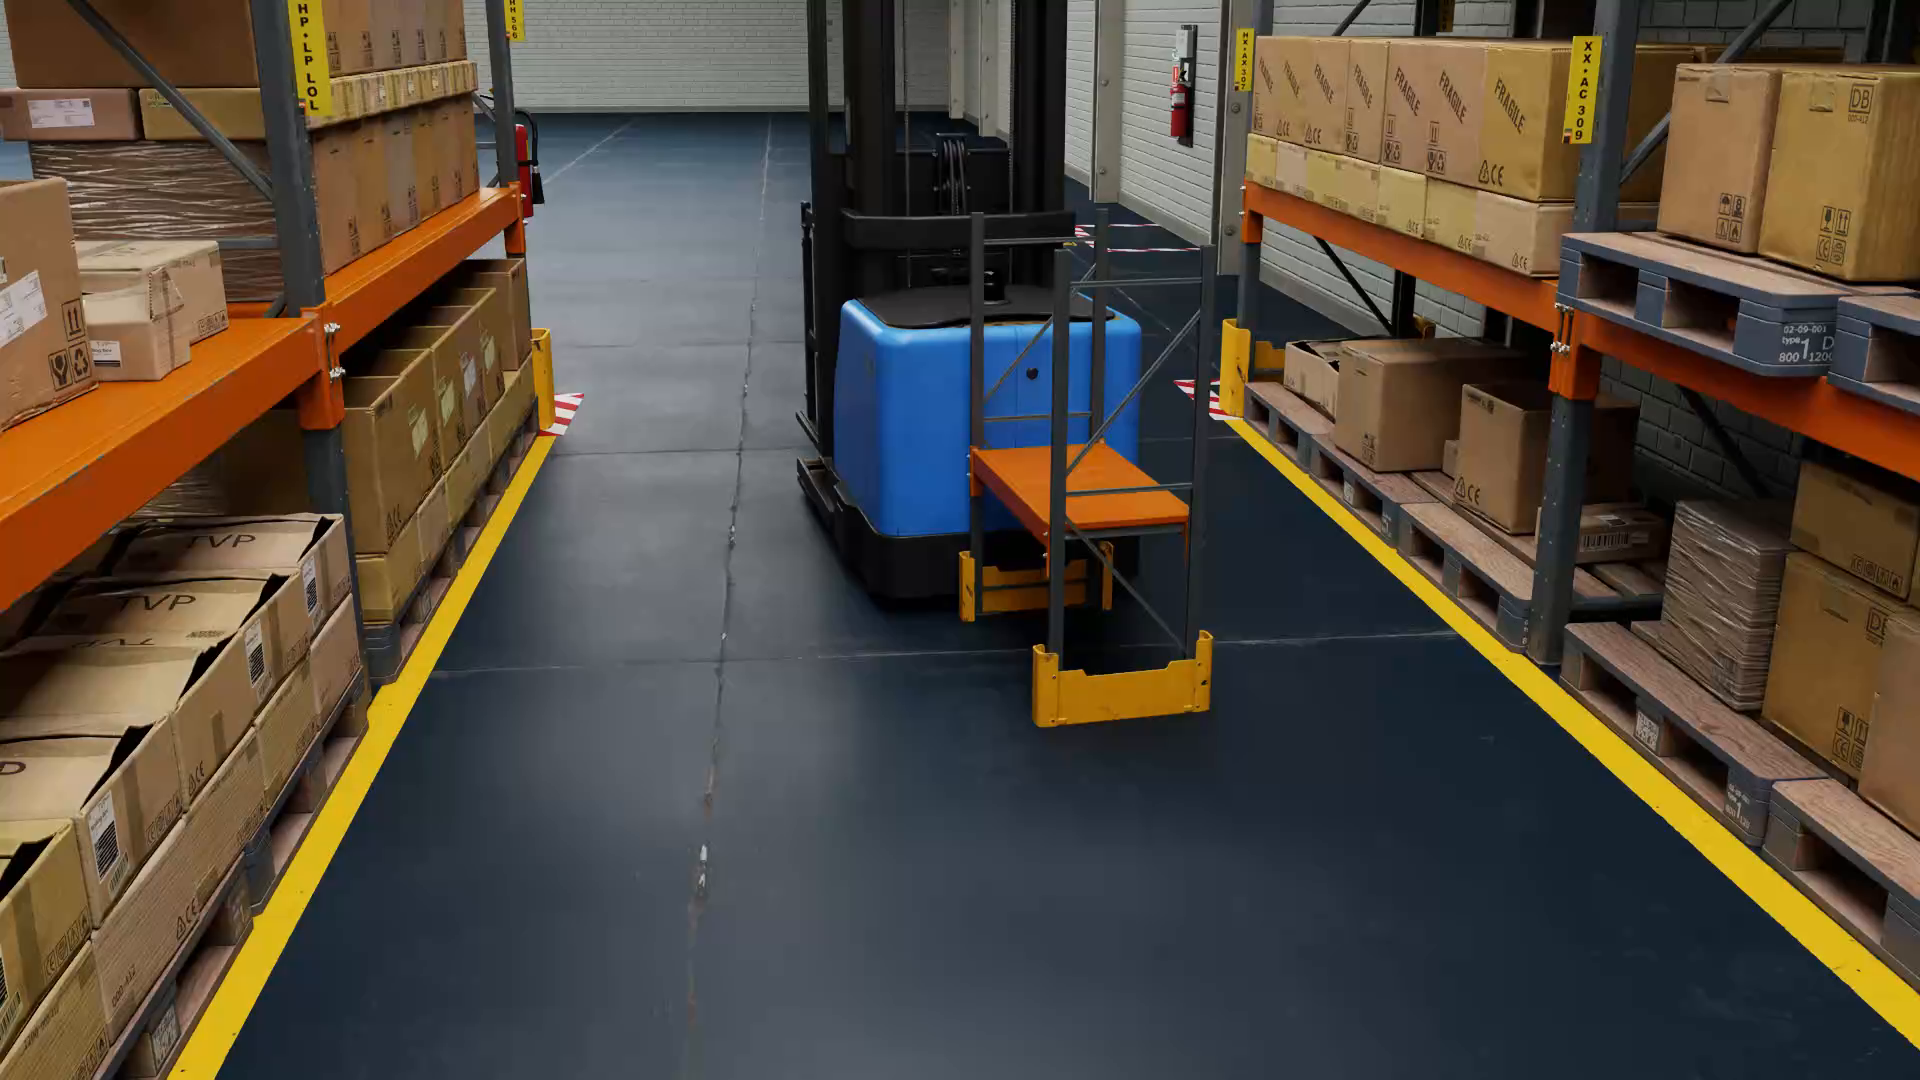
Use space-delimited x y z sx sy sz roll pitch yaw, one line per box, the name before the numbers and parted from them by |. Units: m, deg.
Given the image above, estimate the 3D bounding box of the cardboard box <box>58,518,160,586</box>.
cardboard box | -2.633 0.109 4.775 0.500 0.311 0.500 -2 18 -5

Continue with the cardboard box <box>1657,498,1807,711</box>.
cardboard box | 2.591 0.182 5.030 0.700 0.500 0.500 -1 17 -4

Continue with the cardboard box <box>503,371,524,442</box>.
cardboard box | -2.428 -0.647 8.119 0.500 0.250 0.500 -2 18 -6

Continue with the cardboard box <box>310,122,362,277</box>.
cardboard box | -2.541 -1.202 5.833 0.700 0.500 0.500 -2 18 -6

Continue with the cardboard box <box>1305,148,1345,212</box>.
cardboard box | 1.935 -1.688 7.764 0.500 0.250 0.500 -2 18 -7

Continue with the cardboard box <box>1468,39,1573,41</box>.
cardboard box | 2.498 -1.919 7.248 0.500 0.500 0.500 -2 17 -5

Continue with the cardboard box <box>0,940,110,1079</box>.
cardboard box | -1.890 0.968 2.976 0.500 0.250 0.500 -2 18 -7

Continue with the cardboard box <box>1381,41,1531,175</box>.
cardboard box | 2.044 -1.746 6.696 0.500 0.500 0.500 -2 18 -7

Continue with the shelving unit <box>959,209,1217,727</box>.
shelving unit | 0.405 -0.297 5.618 0.587 1.500 1.083 -4 18 -13

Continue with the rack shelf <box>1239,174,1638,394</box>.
rack shelf | 2.292 -1.273 7.424 1.077 0.370 4.000 -2 18 -6

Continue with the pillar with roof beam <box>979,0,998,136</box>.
pillar with roof beam | -3.739 -11.910 30.089 9.100 9.000 0.400 -2 18 -6

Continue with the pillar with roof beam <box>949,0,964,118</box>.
pillar with roof beam | -4.357 -13.697 35.783 9.100 9.000 0.400 -2 18 -6

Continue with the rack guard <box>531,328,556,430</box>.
rack guard | -2.843 -0.872 9.120 1.175 0.500 0.348 -2 18 -6

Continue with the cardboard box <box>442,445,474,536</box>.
cardboard box | -2.267 -0.200 6.696 0.500 0.250 0.500 -2 18 -6

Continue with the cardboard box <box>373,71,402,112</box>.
cardboard box | -2.427 -1.770 6.559 0.380 0.149 0.250 -2 18 -6

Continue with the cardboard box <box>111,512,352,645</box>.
cardboard box | -2.101 0.090 4.836 0.500 0.311 0.500 -2 18 -6

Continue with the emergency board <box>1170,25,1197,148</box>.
emergency board | 2.183 -4.555 16.678 0.194 1.169 0.643 -2 18 -6

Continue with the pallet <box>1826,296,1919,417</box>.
pallet | 2.666 -0.325 3.525 1.003 0.211 1.213 -2 18 -6

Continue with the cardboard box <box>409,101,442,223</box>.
cardboard box | -2.701 -1.661 7.294 0.700 0.500 0.500 -2 18 -5

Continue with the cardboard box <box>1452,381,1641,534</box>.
cardboard box | 2.352 -0.345 6.708 0.500 0.500 0.500 -3 18 -10

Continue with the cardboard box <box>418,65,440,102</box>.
cardboard box | -2.506 -1.999 7.288 0.380 0.149 0.250 -1 17 -4

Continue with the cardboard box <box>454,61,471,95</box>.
cardboard box | -2.583 -2.229 8.019 0.380 0.149 0.250 -1 17 -4

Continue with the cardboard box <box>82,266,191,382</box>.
cardboard box | -2.155 -0.545 4.131 0.396 0.266 0.258 -2 18 -7

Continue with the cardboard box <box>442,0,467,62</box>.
cardboard box | -2.800 -2.569 8.019 0.700 0.500 0.500 -2 18 -5

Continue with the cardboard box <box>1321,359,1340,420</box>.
cardboard box | 2.127 -0.760 8.345 0.500 0.311 0.500 0 17 -1

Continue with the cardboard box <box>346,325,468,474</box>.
cardboard box | -2.268 -0.558 6.584 0.500 0.500 0.500 -2 18 -6

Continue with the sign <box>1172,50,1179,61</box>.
sign | 2.220 -4.991 17.123 0.001 0.109 0.331 -2 18 -6

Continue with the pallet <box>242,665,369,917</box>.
pallet | -2.313 0.683 4.649 1.003 0.211 1.213 -2 18 -6

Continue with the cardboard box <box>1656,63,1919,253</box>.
cardboard box | 2.517 -1.125 4.851 0.700 0.500 0.500 -2 18 -5

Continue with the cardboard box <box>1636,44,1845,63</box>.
cardboard box | 2.658 -1.462 5.792 0.500 0.500 0.500 -2 18 -7

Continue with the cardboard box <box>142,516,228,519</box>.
cardboard box | -2.735 -0.035 6.170 0.500 0.250 0.500 -2 18 -6

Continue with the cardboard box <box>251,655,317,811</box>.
cardboard box | -2.047 0.511 4.431 0.500 0.250 0.500 -2 18 -6

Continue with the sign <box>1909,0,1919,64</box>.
sign | 3.050 -1.591 5.303 0.100 0.325 0.005 -2 18 -6

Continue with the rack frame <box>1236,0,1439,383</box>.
rack frame | 2.086 -2.212 9.214 1.000 3.000 0.127 -2 18 -6

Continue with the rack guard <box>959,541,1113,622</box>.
rack guard | 0.288 0.155 6.267 0.587 0.250 0.087 -4 18 -13

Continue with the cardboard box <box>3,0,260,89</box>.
cardboard box | -2.480 -1.665 5.138 0.700 0.500 0.500 -2 18 -5

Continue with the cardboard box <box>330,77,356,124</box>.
cardboard box | -2.346 -1.539 5.821 0.380 0.149 0.250 -2 18 -6

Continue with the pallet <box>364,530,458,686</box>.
pallet | -2.468 0.226 6.104 1.003 0.211 1.213 -2 18 -6

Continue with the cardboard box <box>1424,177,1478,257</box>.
cardboard box | 2.105 -1.238 6.331 0.500 0.250 0.500 -2 18 -5

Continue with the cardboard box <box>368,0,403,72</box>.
cardboard box | -2.636 -2.113 6.567 0.700 0.500 0.500 -2 18 -6

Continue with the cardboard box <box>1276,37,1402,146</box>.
cardboard box | 1.878 -2.208 8.169 0.500 0.500 0.500 -2 18 -5

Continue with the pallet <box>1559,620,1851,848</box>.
pallet | 2.581 0.542 5.097 1.003 0.211 1.213 -2 18 -6

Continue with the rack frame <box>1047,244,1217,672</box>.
rack frame | 0.523 -0.151 5.155 0.500 1.500 0.032 -4 18 -13

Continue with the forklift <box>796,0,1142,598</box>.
forklift | -0.150 -1.581 7.321 1.130 2.935 3.031 -4 18 -13

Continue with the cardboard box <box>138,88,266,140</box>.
cardboard box | -2.263 -1.309 5.089 0.380 0.149 0.250 -2 18 -6

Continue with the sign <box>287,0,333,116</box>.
sign | -1.889 -1.400 4.828 0.100 0.325 0.005 -2 18 -6

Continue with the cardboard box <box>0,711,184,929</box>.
cardboard box | -1.944 0.543 3.392 0.500 0.311 0.500 -2 18 -6

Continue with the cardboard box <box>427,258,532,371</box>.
cardboard box | -2.489 -1.153 8.480 0.500 0.500 0.500 -2 18 -6
